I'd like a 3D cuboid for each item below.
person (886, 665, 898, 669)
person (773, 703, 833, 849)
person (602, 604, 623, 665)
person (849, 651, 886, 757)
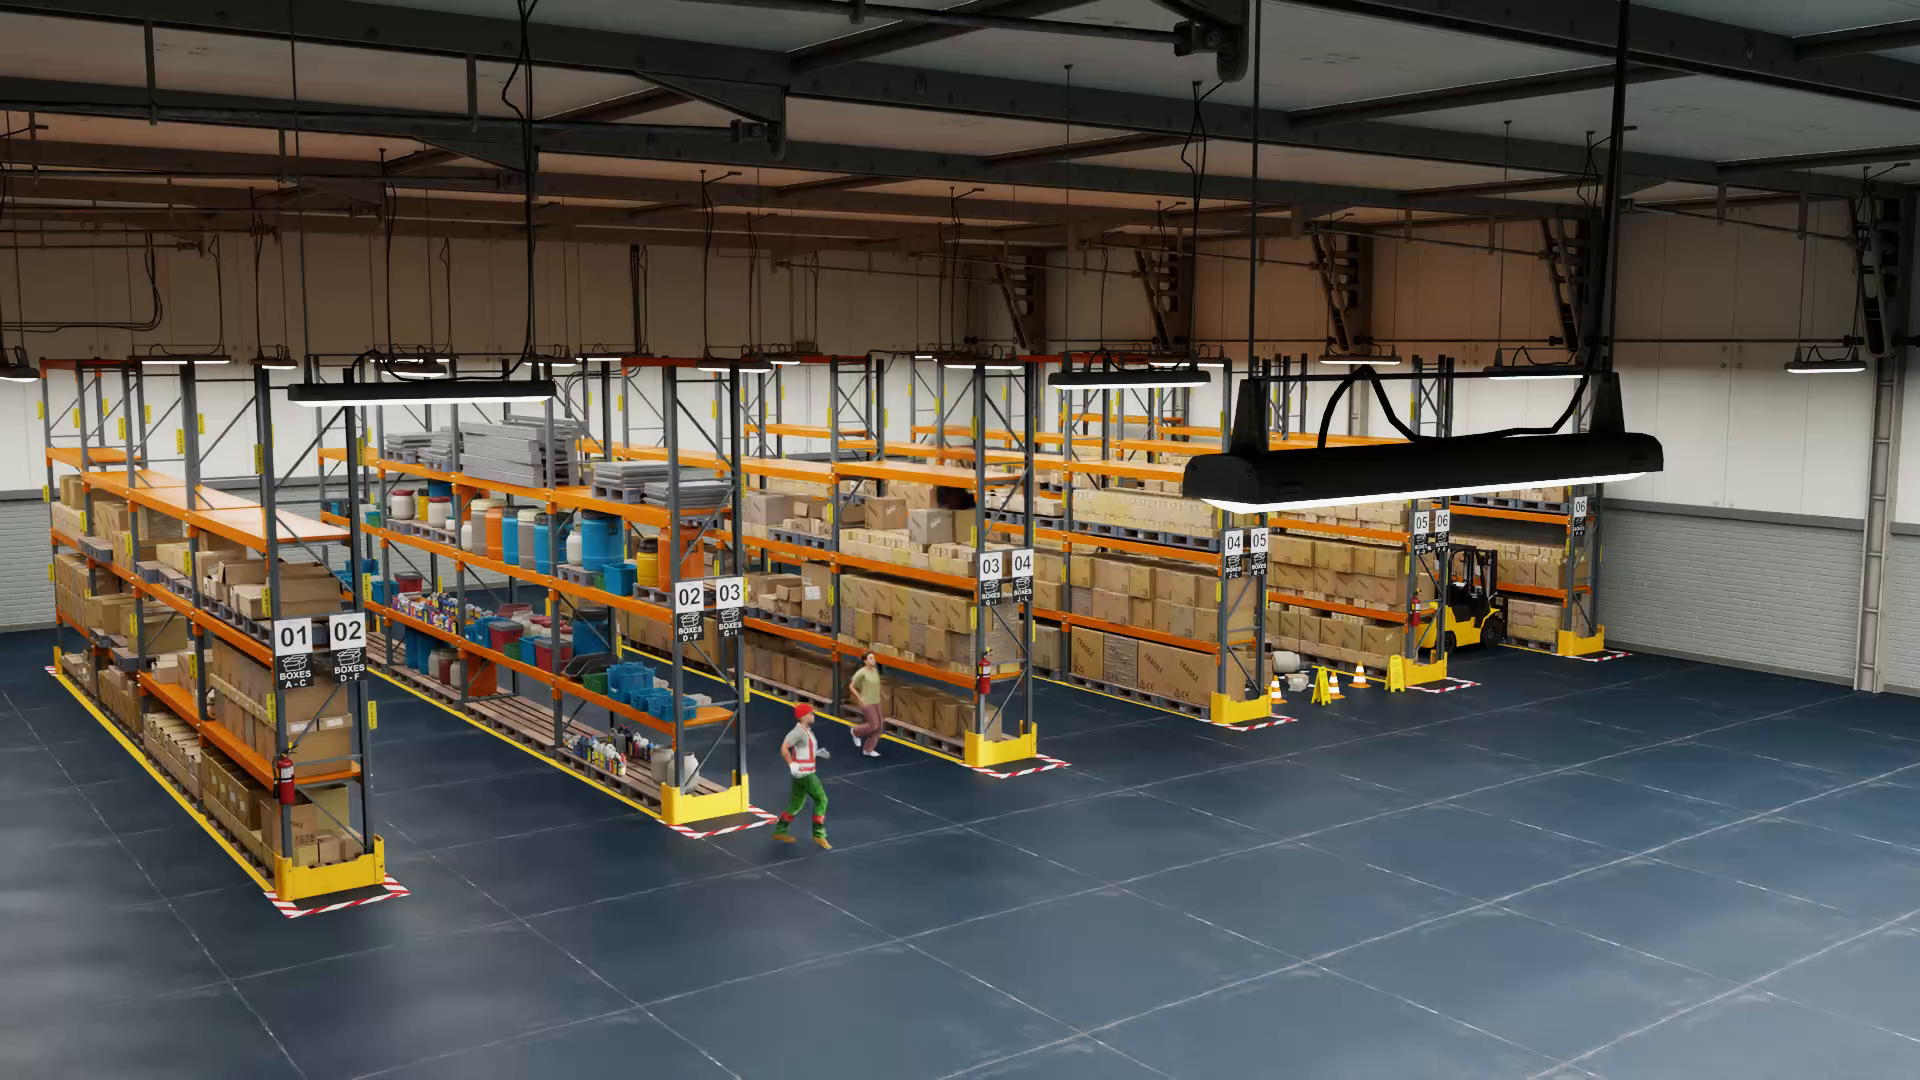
[{"bbox_3d":[-1.339,1.664,32.075,0.608,1.708,0.679,-7,10,-44],"label":"person"},{"bbox_3d":[-1.984,2.961,20.852,0.751,1.834,0.679,-1,7,-7],"label":"person"},{"bbox_3d":[-6.374,1.930,30.314,0.553,1.545,0.538,-6,9,-39],"label":"person"},{"bbox_3d":[-1.392,2.488,25.372,0.558,1.620,0.580,6,9,40],"label":"person"}]
